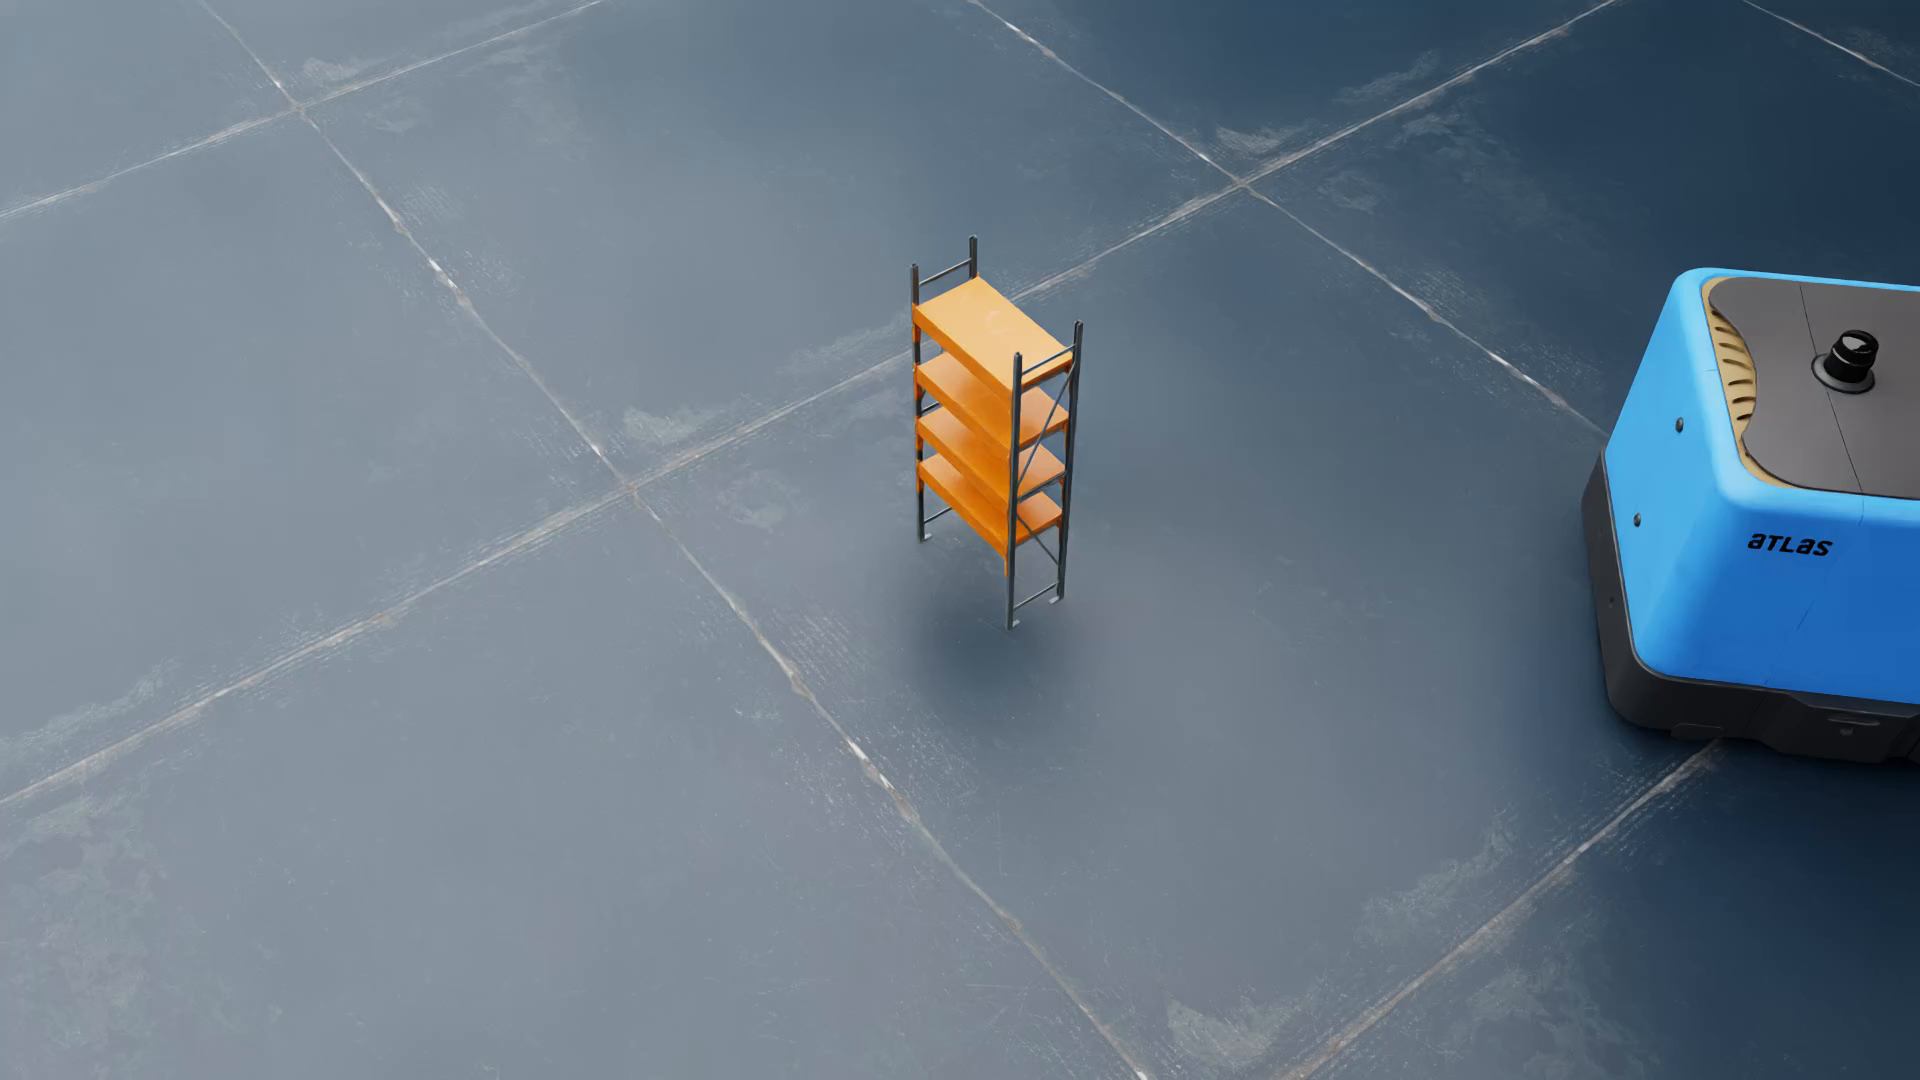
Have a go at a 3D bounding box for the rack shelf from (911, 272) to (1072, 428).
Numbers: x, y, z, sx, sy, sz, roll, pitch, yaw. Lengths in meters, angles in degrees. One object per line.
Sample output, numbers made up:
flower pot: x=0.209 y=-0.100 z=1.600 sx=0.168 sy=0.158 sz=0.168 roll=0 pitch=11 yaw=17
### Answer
rack shelf: x=0.100 y=-0.569 z=4.926 sx=0.258 sy=0.148 sz=0.480 roll=-29 pitch=54 yaw=-24

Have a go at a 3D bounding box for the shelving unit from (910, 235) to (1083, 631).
shelving unit: x=0.100 y=-0.305 z=5.217 sx=0.258 sy=1.200 sz=0.503 roll=-29 pitch=54 yaw=-24

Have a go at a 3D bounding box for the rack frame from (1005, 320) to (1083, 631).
rack frame: x=0.248 y=-0.162 z=5.087 sx=0.240 sy=1.200 sz=0.015 roll=-29 pitch=54 yaw=-24

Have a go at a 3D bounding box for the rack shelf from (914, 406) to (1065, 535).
rack shelf: x=0.100 y=-0.260 z=5.267 sx=0.258 sy=0.148 sz=0.480 roll=-29 pitch=54 yaw=-24

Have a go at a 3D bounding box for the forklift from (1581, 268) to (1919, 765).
forklift: x=3.591 y=-0.589 z=4.306 sx=3.031 sy=2.935 sz=1.130 roll=6 pitch=48 yaw=6

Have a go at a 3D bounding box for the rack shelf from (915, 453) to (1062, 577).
rack shelf: x=0.100 y=-0.127 z=5.414 sx=0.258 sy=0.148 sz=0.480 roll=-29 pitch=54 yaw=-24

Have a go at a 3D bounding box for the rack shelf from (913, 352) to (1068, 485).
rack shelf: x=0.100 y=-0.410 z=5.101 sx=0.258 sy=0.148 sz=0.480 roll=-29 pitch=54 yaw=-24

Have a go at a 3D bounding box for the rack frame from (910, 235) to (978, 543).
rack frame: x=-0.048 y=-0.449 z=5.347 sx=0.240 sy=1.200 sz=0.015 roll=-29 pitch=54 yaw=-24
